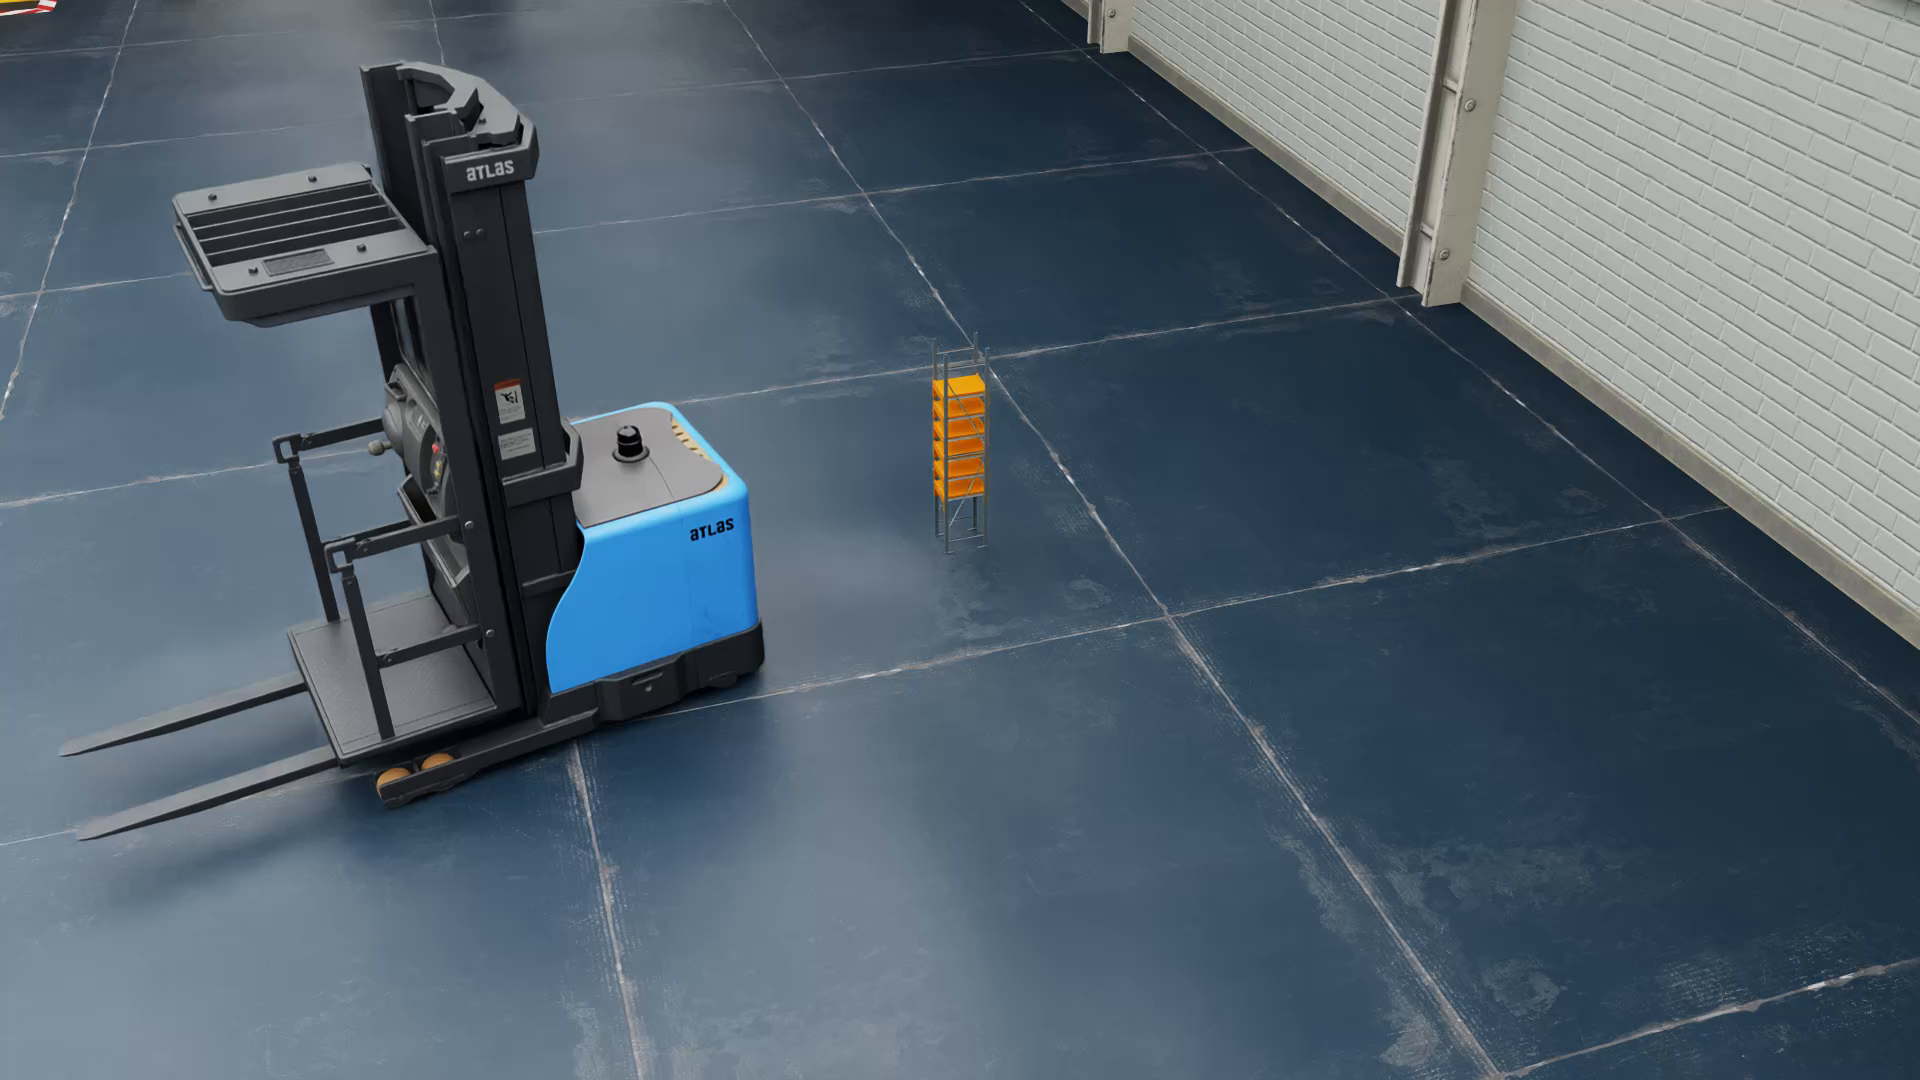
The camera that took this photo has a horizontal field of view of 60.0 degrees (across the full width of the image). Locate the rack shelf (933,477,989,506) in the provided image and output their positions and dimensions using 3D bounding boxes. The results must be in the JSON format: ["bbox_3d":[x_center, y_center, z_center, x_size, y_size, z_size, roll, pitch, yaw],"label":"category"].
[{"bbox_3d":[0.004,-0.256,8.884,0.258,0.103,0.180,-10,35,-15],"label":"rack shelf"}]

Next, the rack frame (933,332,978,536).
[{"bbox_3d":[-0.023,-0.541,8.800,0.240,1.200,0.006,-10,35,-15],"label":"rack frame"}]

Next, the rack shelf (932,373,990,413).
[{"bbox_3d":[0.004,-0.756,8.553,0.258,0.103,0.180,-10,35,-15],"label":"rack shelf"}]

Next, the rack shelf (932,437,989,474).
[{"bbox_3d":[0.004,-0.456,8.752,0.258,0.103,0.180,-10,35,-15],"label":"rack shelf"}]

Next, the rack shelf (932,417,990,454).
[{"bbox_3d":[0.004,-0.556,8.686,0.258,0.103,0.180,-10,35,-15],"label":"rack shelf"}]

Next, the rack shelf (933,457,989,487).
[{"bbox_3d":[0.004,-0.356,8.818,0.258,0.103,0.180,-10,35,-15],"label":"rack shelf"}]

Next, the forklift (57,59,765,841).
[{"bbox_3d":[-2.480,-0.388,6.998,3.031,2.935,1.130,-18,37,-25],"label":"forklift"}]

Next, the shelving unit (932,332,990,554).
[{"bbox_3d":[0.004,-0.493,8.727,0.258,1.200,0.189,-10,35,-15],"label":"shelving unit"}]

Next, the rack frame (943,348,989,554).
[{"bbox_3d":[0.032,-0.445,8.654,0.240,1.200,0.006,-10,35,-15],"label":"rack frame"}]

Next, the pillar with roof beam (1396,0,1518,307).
[{"bbox_3d":[-0.795,-4.772,8.129,9.100,9.000,0.400,-10,35,-15],"label":"pillar with roof beam"}]

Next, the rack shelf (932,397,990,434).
[{"bbox_3d":[0.004,-0.656,8.619,0.258,0.103,0.180,-10,35,-15],"label":"rack shelf"}]

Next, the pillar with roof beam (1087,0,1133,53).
[{"bbox_3d":[-2.625,-7.922,12.896,9.100,9.000,0.400,-10,35,-15],"label":"pillar with roof beam"}]
